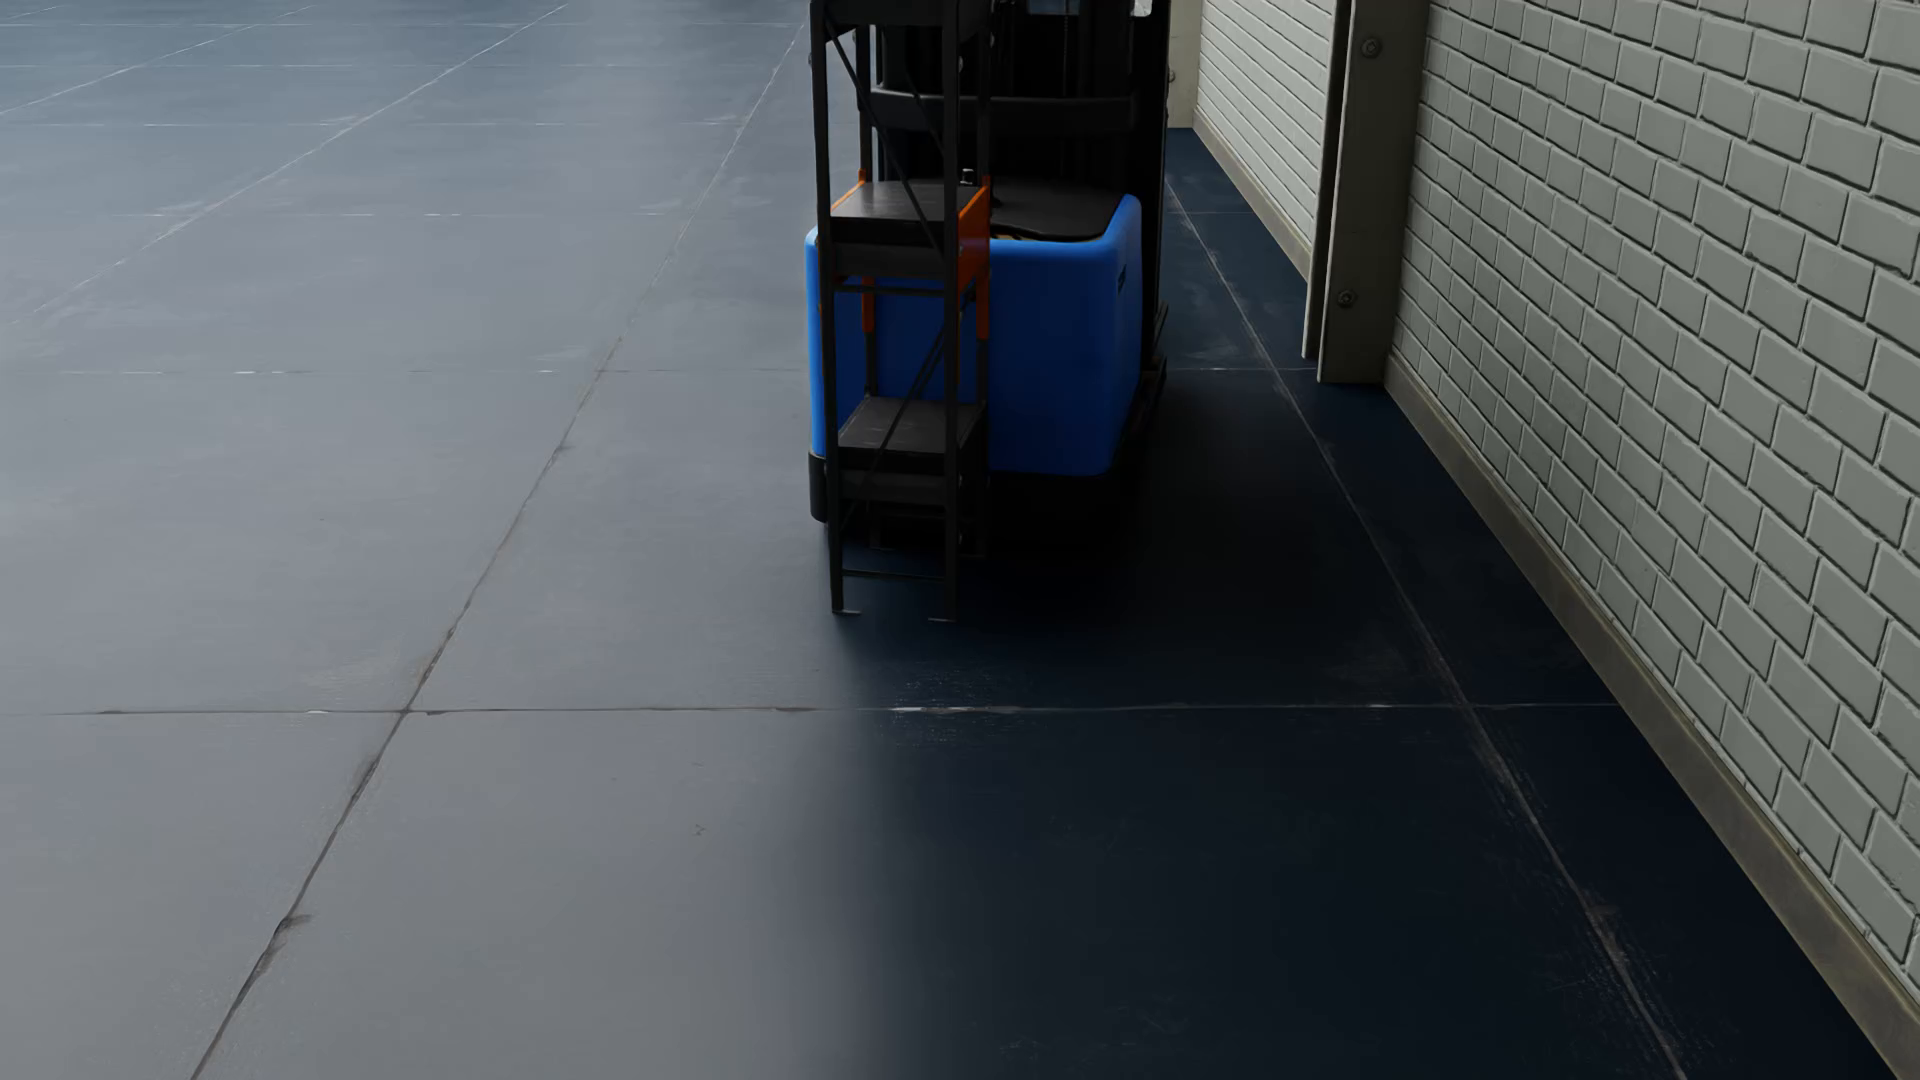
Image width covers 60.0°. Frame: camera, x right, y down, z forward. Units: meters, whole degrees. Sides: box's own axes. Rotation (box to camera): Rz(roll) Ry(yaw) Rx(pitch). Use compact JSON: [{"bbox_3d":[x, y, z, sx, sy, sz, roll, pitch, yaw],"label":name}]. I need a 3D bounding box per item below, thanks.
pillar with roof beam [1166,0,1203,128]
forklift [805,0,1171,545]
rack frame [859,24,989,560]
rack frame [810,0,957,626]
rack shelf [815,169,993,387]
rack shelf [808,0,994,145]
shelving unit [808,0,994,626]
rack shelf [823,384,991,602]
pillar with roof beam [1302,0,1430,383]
[{"bbox_3d":[-2.648,-7.322,11.019,9.100,9.000,0.400,0,24,-1],"label":"pillar with roof beam"},{"bbox_3d":[0.277,-1.900,6.394,1.130,2.935,3.031,5,25,10],"label":"forklift"},{"bbox_3d":[-0.109,-0.907,5.208,0.400,2.100,0.015,5,25,10],"label":"rack frame"},{"bbox_3d":[-0.205,-0.710,4.773,0.400,2.100,0.015,5,25,10],"label":"rack frame"},{"bbox_3d":[-0.157,-0.796,4.996,0.431,0.518,0.480,5,25,10],"label":"rack shelf"},{"bbox_3d":[-0.157,-1.434,4.708,0.431,0.518,0.480,5,25,10],"label":"rack shelf"},{"bbox_3d":[-0.157,-0.809,4.990,0.431,2.100,0.503,5,25,10],"label":"shelving unit"},{"bbox_3d":[-0.157,-0.159,5.285,0.431,0.518,0.480,5,25,10],"label":"rack shelf"},{"bbox_3d":[-2.582,-4.849,5.552,9.100,9.000,0.400,0,24,-1],"label":"pillar with roof beam"}]
